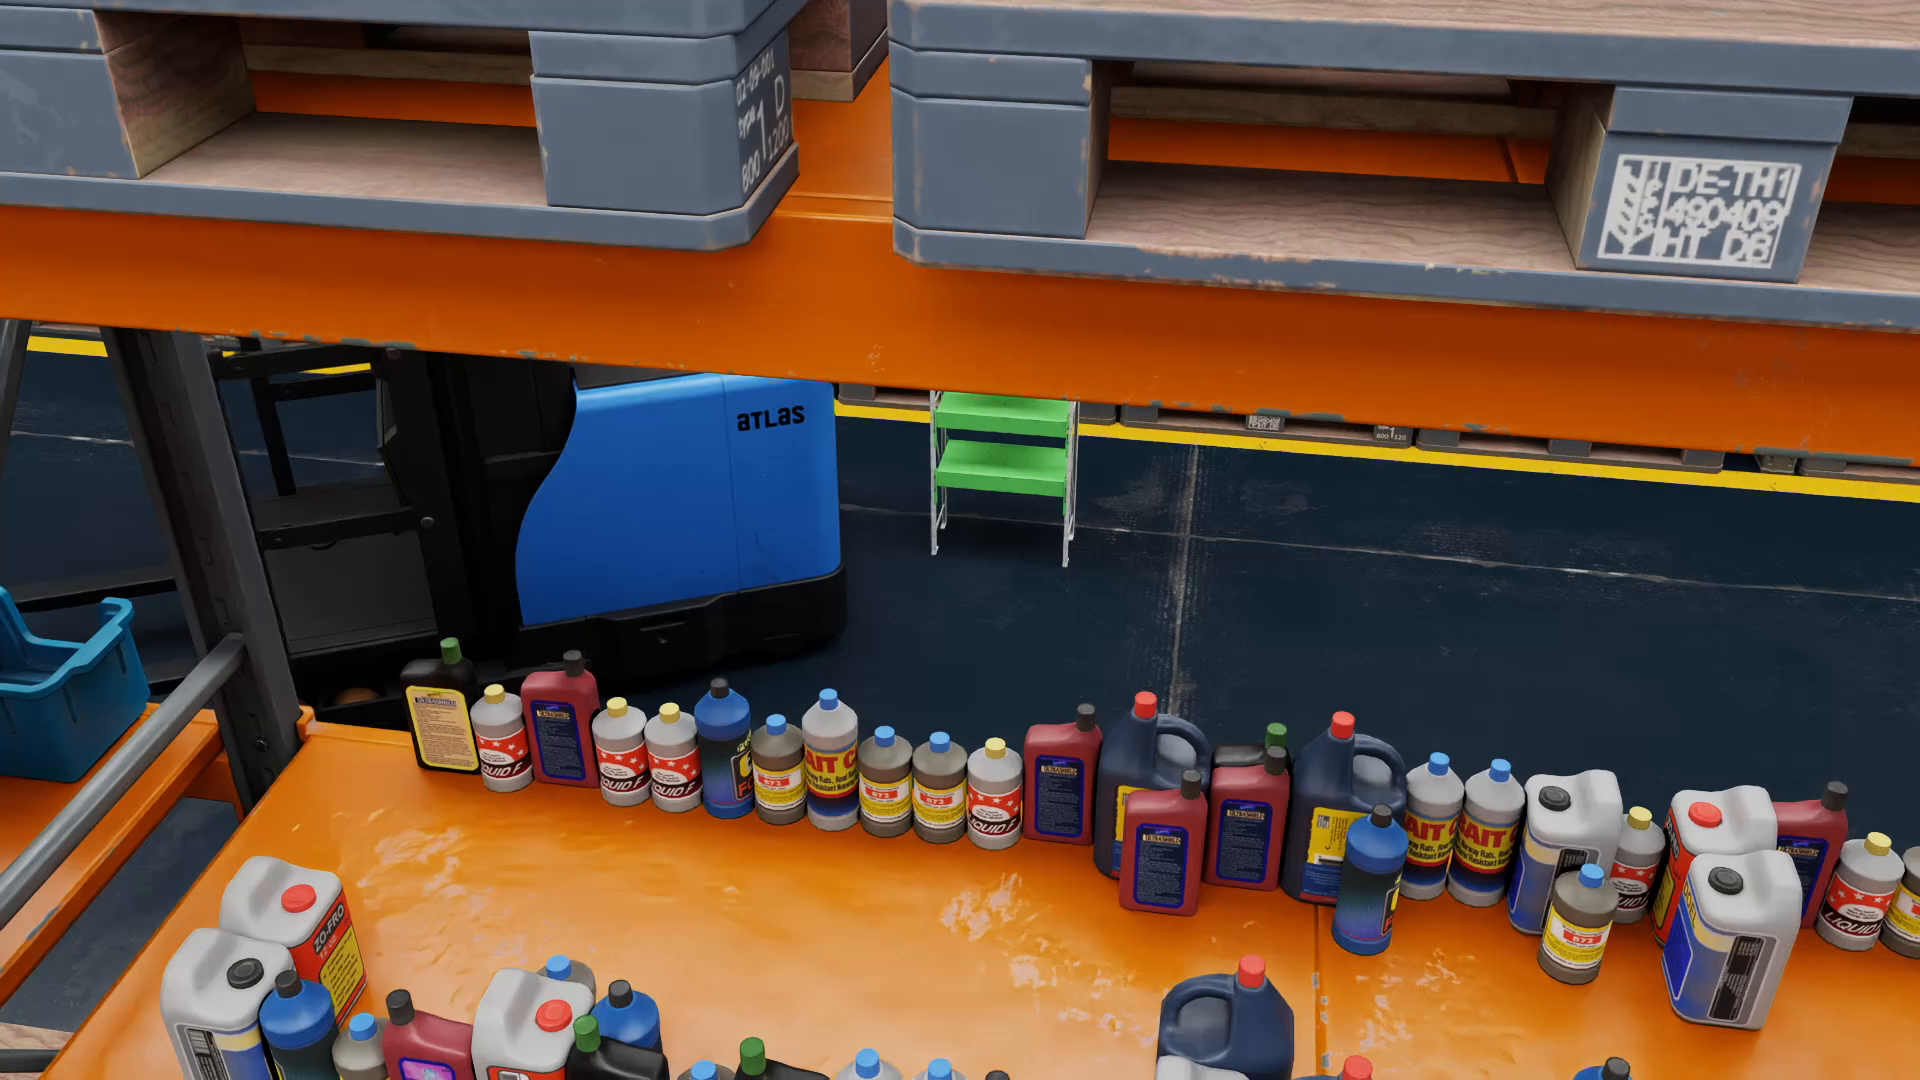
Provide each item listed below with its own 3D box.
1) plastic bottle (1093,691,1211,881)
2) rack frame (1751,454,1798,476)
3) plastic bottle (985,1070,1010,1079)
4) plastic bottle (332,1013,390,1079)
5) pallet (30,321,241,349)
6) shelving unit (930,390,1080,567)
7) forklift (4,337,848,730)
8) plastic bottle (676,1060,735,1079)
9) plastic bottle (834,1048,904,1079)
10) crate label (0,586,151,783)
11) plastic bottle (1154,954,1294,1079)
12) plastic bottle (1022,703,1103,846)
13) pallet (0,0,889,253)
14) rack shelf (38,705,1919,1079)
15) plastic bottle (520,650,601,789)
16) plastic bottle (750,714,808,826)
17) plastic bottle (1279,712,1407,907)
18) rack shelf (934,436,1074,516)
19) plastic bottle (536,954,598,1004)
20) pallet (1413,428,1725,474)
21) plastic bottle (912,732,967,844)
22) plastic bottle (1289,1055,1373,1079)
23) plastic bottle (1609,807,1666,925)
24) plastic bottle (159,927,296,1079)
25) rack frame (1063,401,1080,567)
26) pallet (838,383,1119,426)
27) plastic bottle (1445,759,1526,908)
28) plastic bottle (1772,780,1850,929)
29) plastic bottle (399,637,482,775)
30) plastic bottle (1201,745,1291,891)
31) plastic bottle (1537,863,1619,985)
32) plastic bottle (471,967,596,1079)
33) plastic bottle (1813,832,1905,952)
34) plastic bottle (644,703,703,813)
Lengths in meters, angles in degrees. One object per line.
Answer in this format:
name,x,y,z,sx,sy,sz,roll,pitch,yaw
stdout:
plastic bottle,0.328,0.410,2.815,0.185,0.351,0.144,5,32,8
rack frame,3.361,-1.796,6.292,0.127,3.000,1.000,5,32,8
plastic bottle,0.084,0.822,2.220,0.133,0.283,0.061,5,32,8
plastic bottle,-0.842,0.763,2.391,0.097,0.201,0.097,0,32,0
pallet,-3.793,-1.282,8.100,1.213,0.211,1.003,5,32,8
shelving unit,0.163,-0.494,5.908,0.503,1.200,0.258,5,32,8
forklift,-1.958,-0.893,4.914,3.031,2.935,1.130,-9,33,-15
plastic bottle,-0.350,0.807,2.320,0.097,0.201,0.097,0,32,0
plastic bottle,-0.123,0.798,2.269,0.097,0.271,0.097,0,32,0
crate label,-1.772,0.275,3.141,0.416,0.233,0.303,5,32,8
plastic bottle,0.370,0.715,2.327,0.185,0.351,0.144,5,32,8
plastic bottle,0.178,0.402,2.890,0.133,0.283,0.061,5,32,8
pallet,-0.682,-0.634,1.787,1.213,0.211,1.003,5,32,8
rack shelf,0.552,0.921,2.629,4.000,0.370,1.077,5,32,8
plastic bottle,-0.721,0.321,3.021,0.133,0.283,0.061,5,32,8
plastic bottle,-0.323,0.401,2.969,0.097,0.201,0.097,0,32,0
plastic bottle,0.641,0.438,2.770,0.185,0.351,0.144,5,32,8
rack shelf,0.163,-0.236,6.069,0.480,0.148,0.258,5,32,8
plastic bottle,-0.589,0.704,2.486,0.097,0.201,0.097,0,32,0
pallet,2.552,-0.666,7.116,1.213,0.211,1.003,5,32,8
plastic bottle,-0.035,0.427,2.927,0.097,0.201,0.097,0,32,0
plastic bottle,0.477,0.806,2.181,0.185,0.351,0.144,5,32,8
plastic bottle,1.109,0.531,2.762,0.097,0.201,0.097,0,32,0
plastic bottle,-1.047,0.698,2.425,0.135,0.276,0.152,5,32,8
rack frame,0.404,-0.472,5.873,0.015,1.200,0.240,5,32,8
pallet,0.147,-0.884,7.464,1.213,0.211,1.003,5,32,8
plastic bottle,0.880,0.481,2.776,0.097,0.271,0.097,0,32,0
plastic bottle,1.358,0.509,2.720,0.133,0.283,0.061,5,32,8
plastic bottle,-0.949,0.300,3.053,0.133,0.283,0.061,5,32,8
plastic bottle,0.481,0.462,2.794,0.133,0.283,0.061,5,32,8
plastic bottle,0.987,0.602,2.649,0.097,0.201,0.097,0,32,0
plastic bottle,-0.591,0.739,2.359,0.135,0.276,0.152,5,32,8
plastic bottle,1.469,0.564,2.710,0.097,0.201,0.097,0,32,0
plastic bottle,-0.515,0.384,2.997,0.097,0.201,0.097,0,32,0
